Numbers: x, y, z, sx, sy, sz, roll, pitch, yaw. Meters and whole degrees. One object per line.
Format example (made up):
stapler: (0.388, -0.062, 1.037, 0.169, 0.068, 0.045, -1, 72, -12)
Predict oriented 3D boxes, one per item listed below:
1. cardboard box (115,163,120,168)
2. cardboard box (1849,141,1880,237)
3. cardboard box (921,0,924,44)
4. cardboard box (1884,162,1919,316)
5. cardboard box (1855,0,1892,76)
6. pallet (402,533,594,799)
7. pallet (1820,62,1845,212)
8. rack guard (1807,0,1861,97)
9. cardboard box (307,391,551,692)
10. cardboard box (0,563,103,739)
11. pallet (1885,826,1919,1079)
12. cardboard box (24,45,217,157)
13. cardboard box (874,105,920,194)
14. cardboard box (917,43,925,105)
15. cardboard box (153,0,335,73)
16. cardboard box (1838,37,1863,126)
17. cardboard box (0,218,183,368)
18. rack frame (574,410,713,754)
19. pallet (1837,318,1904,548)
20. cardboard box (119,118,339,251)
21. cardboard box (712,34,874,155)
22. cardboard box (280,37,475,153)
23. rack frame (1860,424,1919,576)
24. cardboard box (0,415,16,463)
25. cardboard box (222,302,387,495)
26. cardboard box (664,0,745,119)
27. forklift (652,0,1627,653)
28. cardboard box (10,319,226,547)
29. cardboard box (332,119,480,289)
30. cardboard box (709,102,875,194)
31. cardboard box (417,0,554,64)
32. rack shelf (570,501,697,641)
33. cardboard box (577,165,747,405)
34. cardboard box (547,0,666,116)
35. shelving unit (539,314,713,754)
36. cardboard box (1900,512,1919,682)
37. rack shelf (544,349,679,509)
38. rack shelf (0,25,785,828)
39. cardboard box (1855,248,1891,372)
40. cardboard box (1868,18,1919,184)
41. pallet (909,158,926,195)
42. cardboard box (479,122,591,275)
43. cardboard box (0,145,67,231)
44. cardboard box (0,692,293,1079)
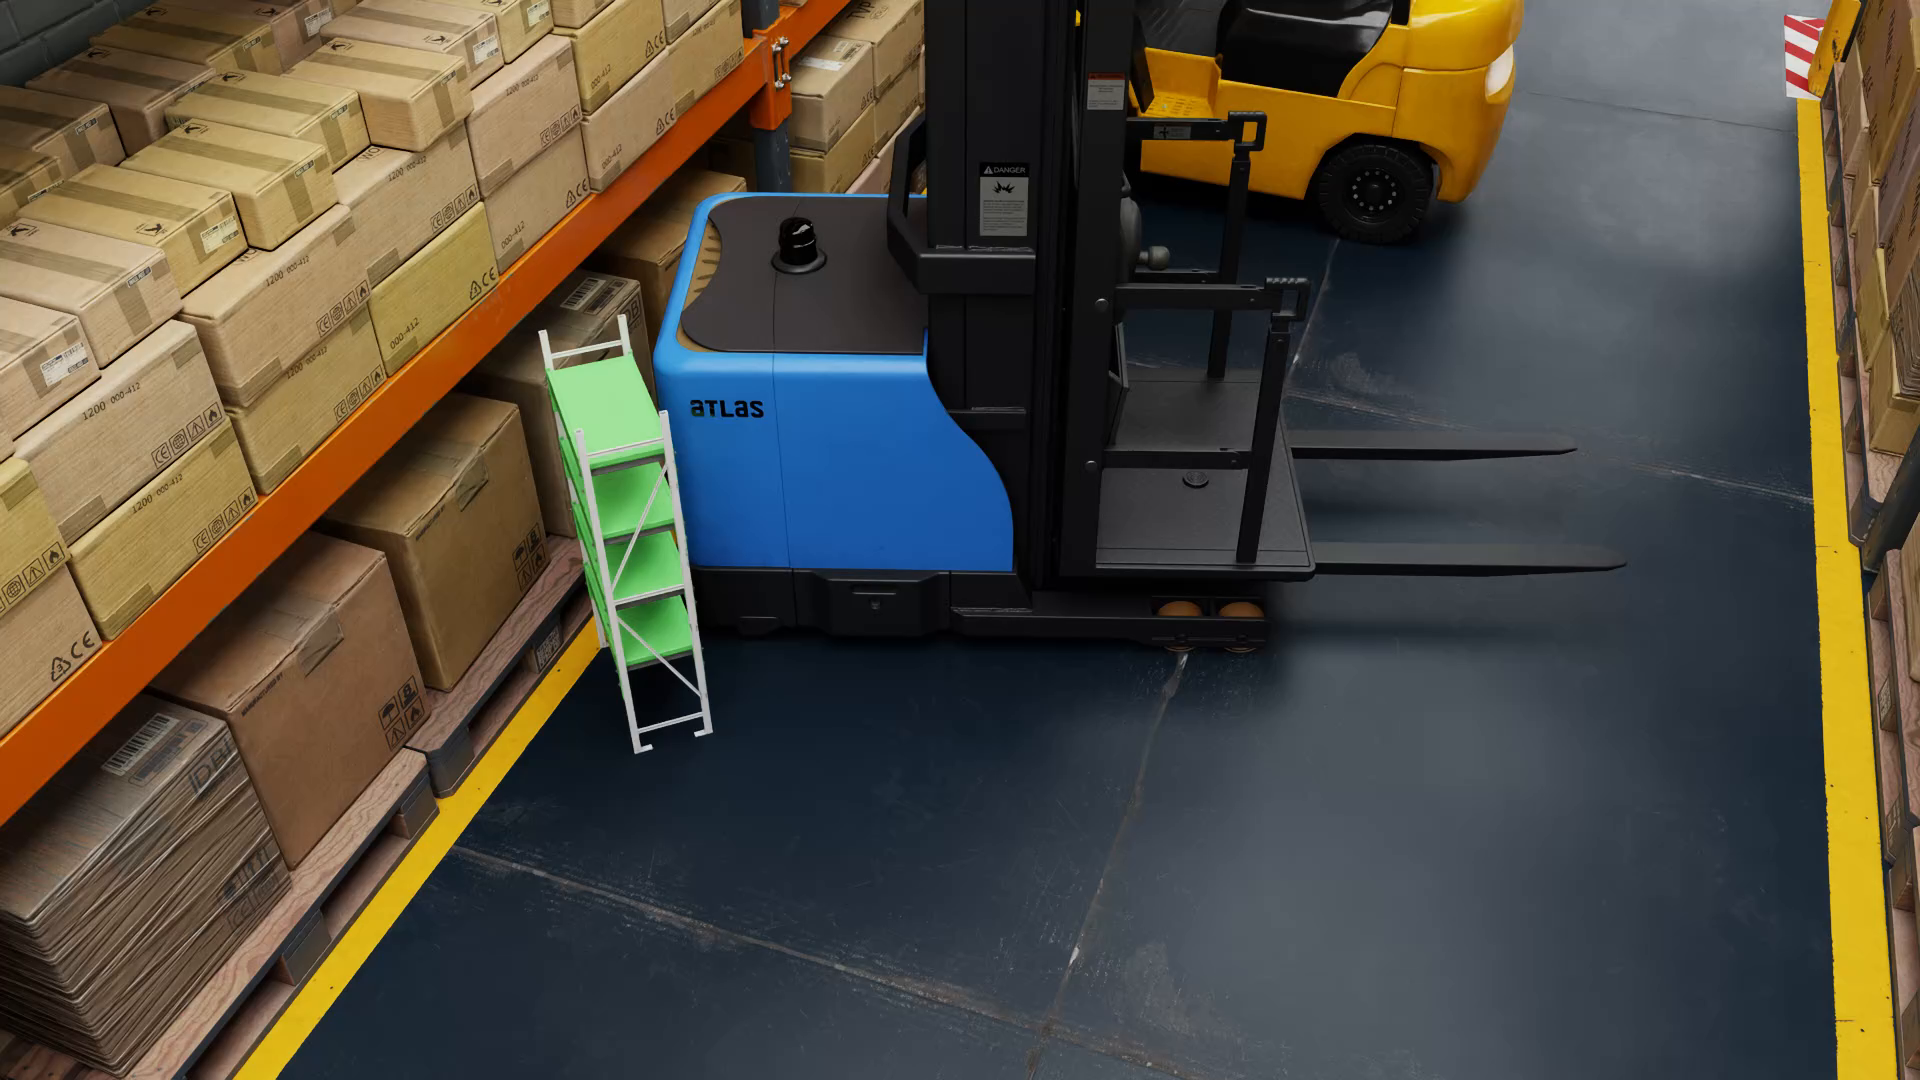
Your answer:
cardboard box: (-2.254, -0.704, 3.994, 0.500, 0.250, 0.500, 13, 42, 15)
cardboard box: (4.016, -1.436, 6.917, 0.500, 0.250, 0.500, 16, 43, 18)
cardboard box: (-0.321, -2.393, 7.268, 0.500, 0.250, 0.500, 15, 43, 17)
cardboard box: (3.663, -1.088, 5.932, 0.500, 0.500, 0.500, 14, 42, 16)
cardboard box: (4.365, -2.352, 7.412, 0.500, 0.500, 0.500, 12, 42, 14)
pallet: (-1.756, 0.208, 5.344, 1.003, 0.211, 1.213, 13, 42, 15)
pallet: (4.571, -1.803, 7.701, 1.003, 0.211, 1.213, 13, 42, 15)
rack guard: (4.882, -2.401, 8.179, 1.175, 0.500, 0.348, 13, 42, 15)
cardboard box: (-1.821, -0.063, 5.018, 0.875, 0.625, 0.625, 12, 42, 13)
cardboard box: (-2.112, 0.223, 3.293, 0.500, 0.250, 0.500, 13, 42, 15)
pallet: (2.860, 1.324, 4.035, 1.003, 0.211, 1.213, 13, 42, 15)
cardboard box: (-2.065, -1.087, 4.136, 0.380, 0.149, 0.250, 14, 43, 16)
cardboard box: (-0.490, -1.706, 7.234, 0.500, 0.250, 0.500, 12, 42, 14)
cardboard box: (-0.317, -2.200, 7.427, 0.500, 0.250, 0.500, 13, 42, 15)
cardboard box: (-1.933, -1.410, 4.514, 0.380, 0.149, 0.250, 13, 42, 15)
cardboard box: (4.372, -2.081, 7.673, 0.500, 0.250, 0.500, 13, 42, 15)
cardboard box: (-1.876, -0.520, 3.471, 0.380, 0.149, 0.250, 14, 42, 16)
rack frame: (-0.867, 0.154, 4.645, 0.240, 1.200, 0.015, -14, 43, -16)
pallet: (3.737, -0.315, 5.956, 1.003, 0.211, 1.213, 13, 42, 15)
cardboard box: (-1.676, -0.821, 3.825, 0.380, 0.149, 0.250, 14, 42, 16)
cardboard box: (-0.665, -1.777, 6.546, 0.500, 0.250, 0.500, 13, 42, 14)
cardboard box: (-1.461, -1.120, 4.175, 0.380, 0.149, 0.250, 12, 42, 14)
rack frame: (3.540, -0.958, 4.562, 1.000, 3.000, 0.127, 13, 42, 15)
cardboard box: (-2.017, -0.195, 3.090, 0.380, 0.149, 0.250, 14, 42, 16)
cardboard box: (-1.766, -0.399, 4.022, 0.500, 0.250, 0.500, 12, 42, 14)
cardboard box: (-1.052, -1.635, 5.471, 0.500, 0.250, 0.500, 14, 42, 16)
forklift: (0.627, -1.106, 4.788, 3.031, 2.935, 1.130, 1, 40, 1)
cardboard box: (-1.940, -0.273, 3.489, 0.500, 0.250, 0.500, 15, 43, 16)
cardboard box: (-1.593, -0.905, 4.230, 0.500, 0.250, 0.500, 14, 42, 16)
cardboard box: (-0.670, -1.588, 6.710, 0.500, 0.250, 0.500, 13, 42, 15)
cardboard box: (-1.352, -1.450, 4.562, 0.380, 0.149, 0.250, 12, 42, 14)
rack shelf: (-0.956, 0.055, 4.859, 0.258, 0.148, 0.480, -14, 43, -16)
cardboard box: (-1.293, -0.993, 6.109, 0.875, 0.625, 0.625, 15, 43, 17)
cardboard box: (-1.222, -1.519, 4.950, 0.500, 0.250, 0.500, 12, 42, 14)
shelving unit: (-0.956, 0.006, 4.818, 0.258, 1.200, 0.503, -14, 43, -16)
cardboard box: (3.363, 0.202, 4.903, 0.950, 0.372, 0.625, 14, 42, 16)
rack shelf: (-0.956, -0.310, 4.548, 0.258, 0.148, 0.480, -14, 43, -16)
rack shelf: (-1.809, -0.564, 4.654, 1.077, 0.370, 4.000, 13, 42, 15)
cardboard box: (3.663, -0.819, 6.194, 0.500, 0.250, 0.500, 12, 42, 14)
cardboard box: (4.011, -1.728, 6.681, 0.500, 0.500, 0.500, 14, 42, 16)
pallet: (-0.814, -1.473, 7.313, 1.003, 0.211, 1.213, 13, 42, 15)
cardboard box: (-1.417, -1.031, 4.763, 0.500, 0.250, 0.500, 14, 42, 15)
cardboard box: (-2.261, -0.782, 3.779, 0.380, 0.149, 0.250, 13, 42, 15)
cardboard box: (-2.267, 0.748, 4.068, 0.875, 0.625, 0.625, 15, 43, 16)
